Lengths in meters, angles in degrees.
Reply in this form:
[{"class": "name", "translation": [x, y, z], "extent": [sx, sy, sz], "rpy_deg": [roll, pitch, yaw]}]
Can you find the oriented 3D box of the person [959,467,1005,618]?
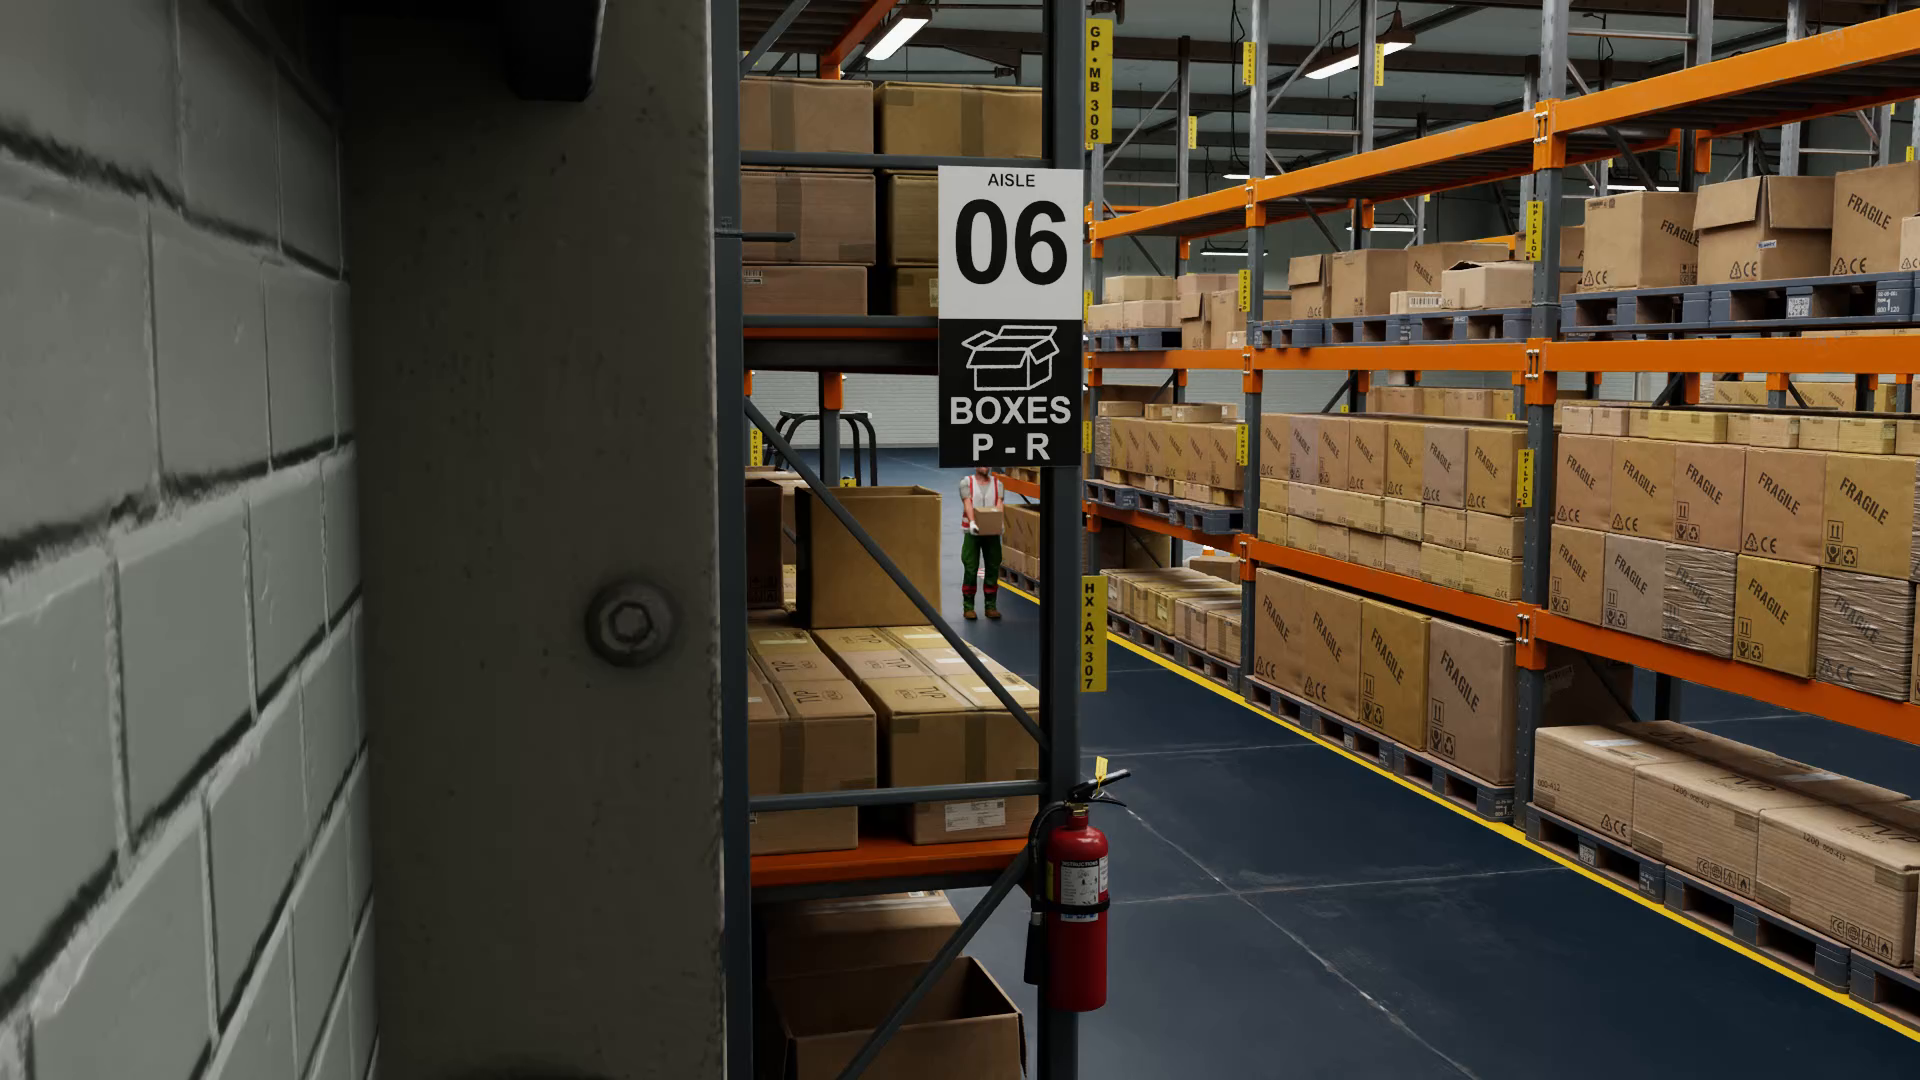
[{"class": "person", "translation": [0.261, -0.055, 17.549], "extent": [0.494, 1.783, 0.567], "rpy_deg": [-2, 6, -14]}]
